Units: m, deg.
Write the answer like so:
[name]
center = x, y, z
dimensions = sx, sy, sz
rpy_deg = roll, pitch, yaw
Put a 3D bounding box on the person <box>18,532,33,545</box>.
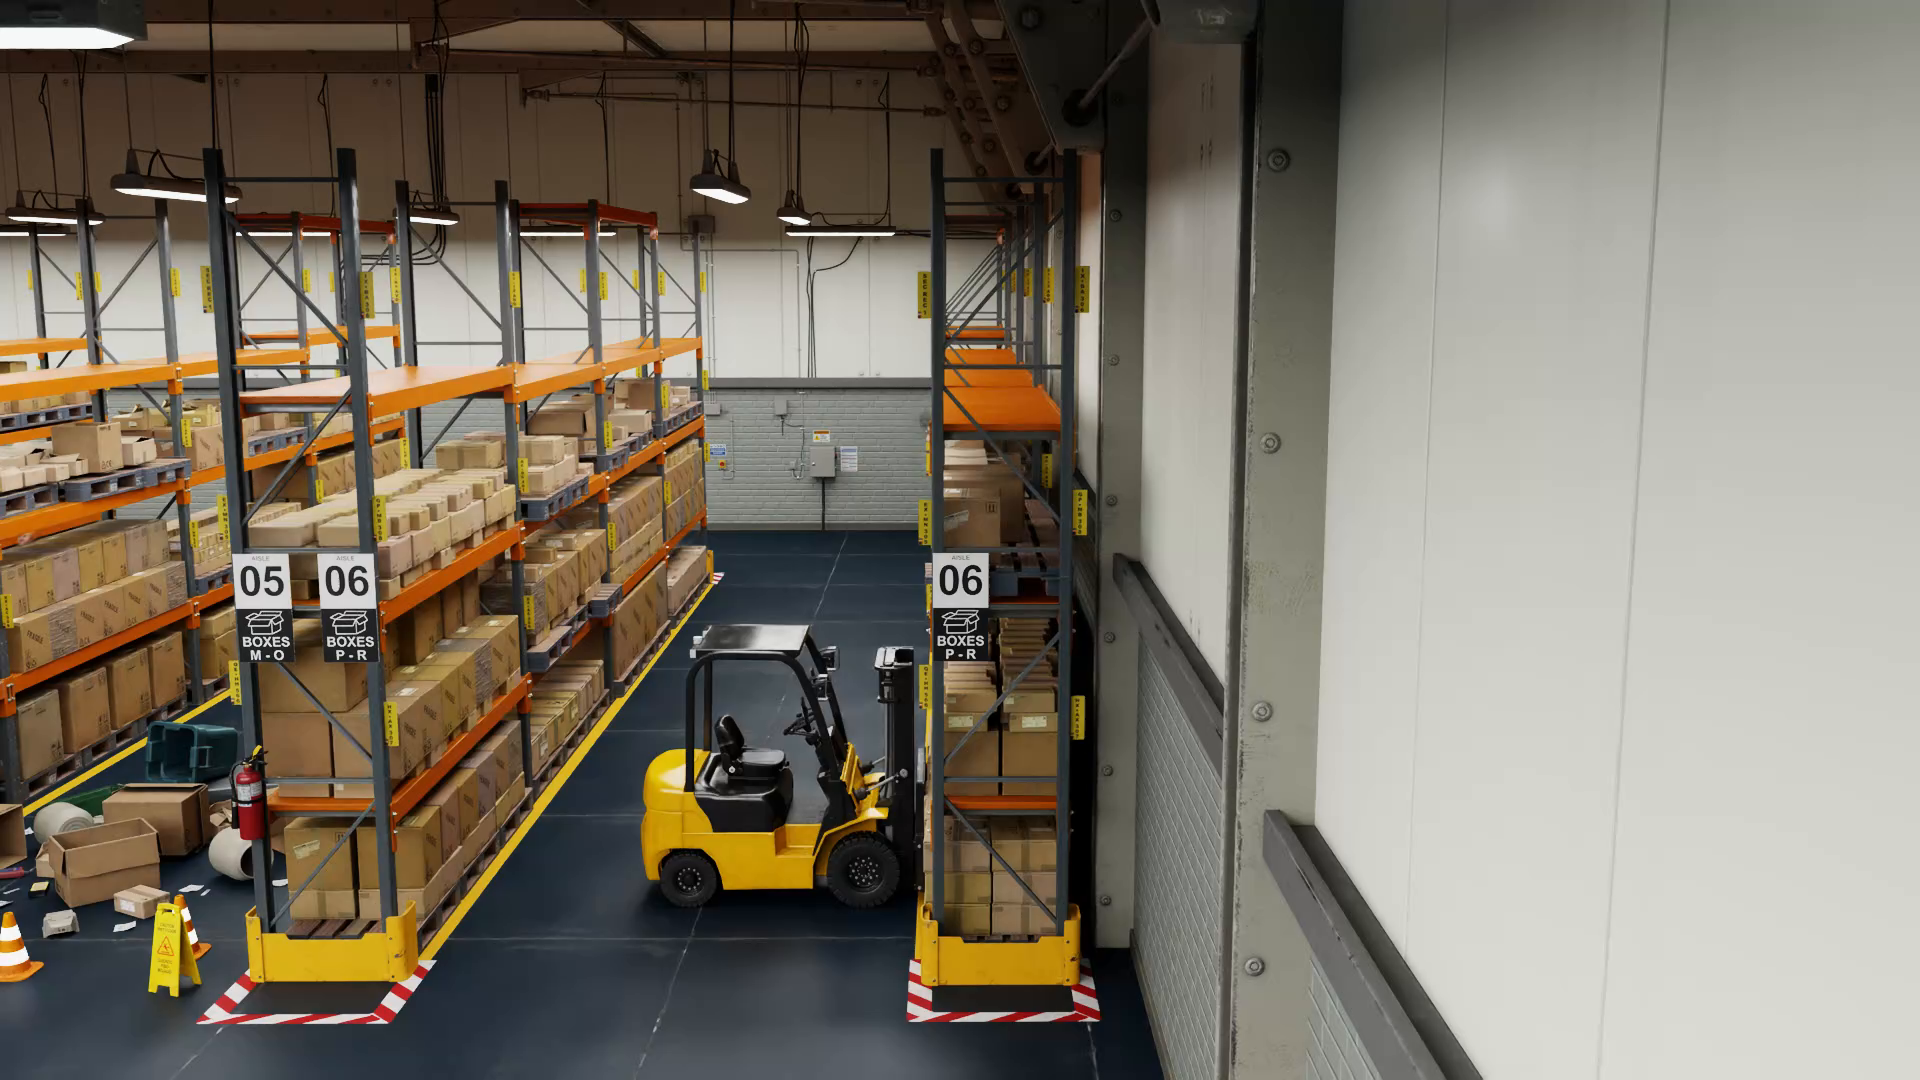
[person]
center = -12.769, 0.702, 22.797
dimensions = 0.667, 1.686, 0.779
rpy_deg = -1, 9, -4
